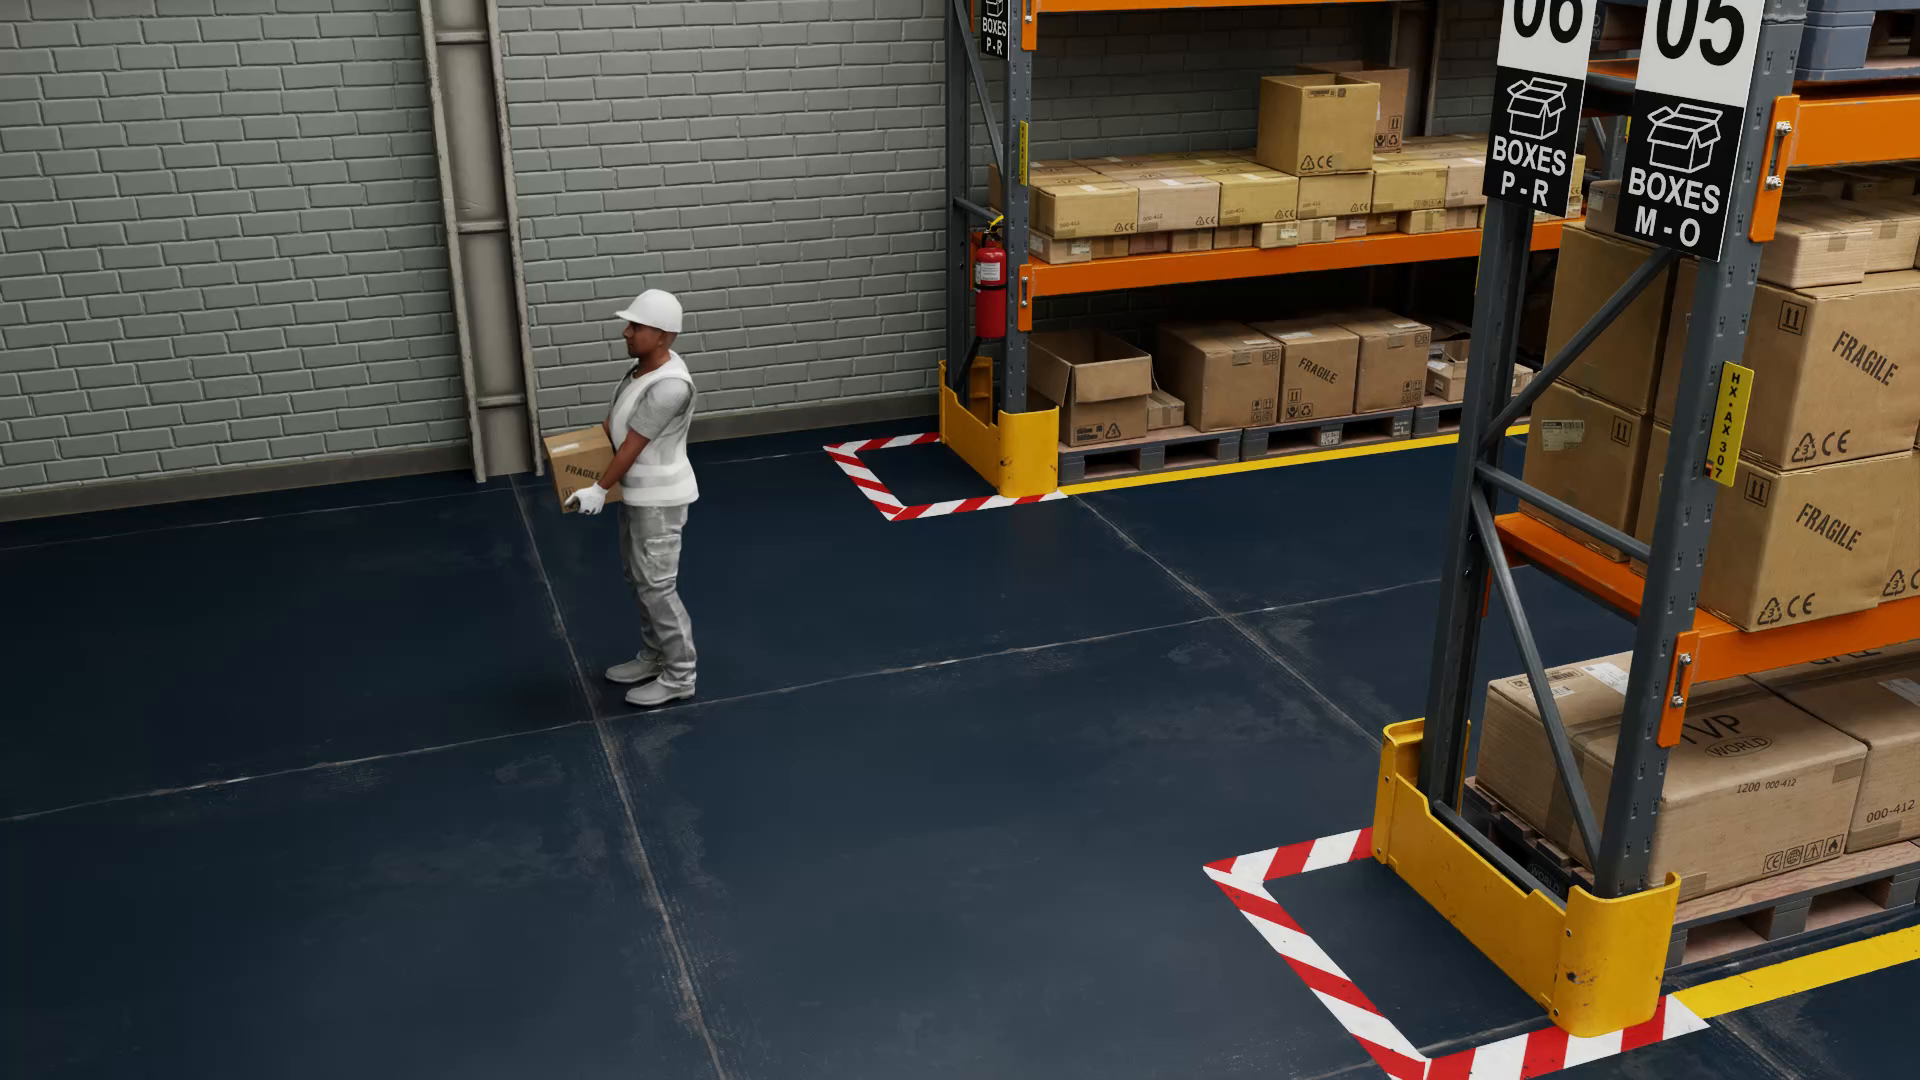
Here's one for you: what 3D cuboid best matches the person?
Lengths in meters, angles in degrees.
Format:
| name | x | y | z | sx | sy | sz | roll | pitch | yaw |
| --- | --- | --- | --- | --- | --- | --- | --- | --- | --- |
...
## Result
| name | x | y | z | sx | sy | sz | roll | pitch | yaw |
| --- | --- | --- | --- | --- | --- | --- | --- | --- | --- |
| person | -1.379 | -0.165 | 6.973 | 0.574 | 1.778 | 0.487 | -8 | 24 | -18 |
